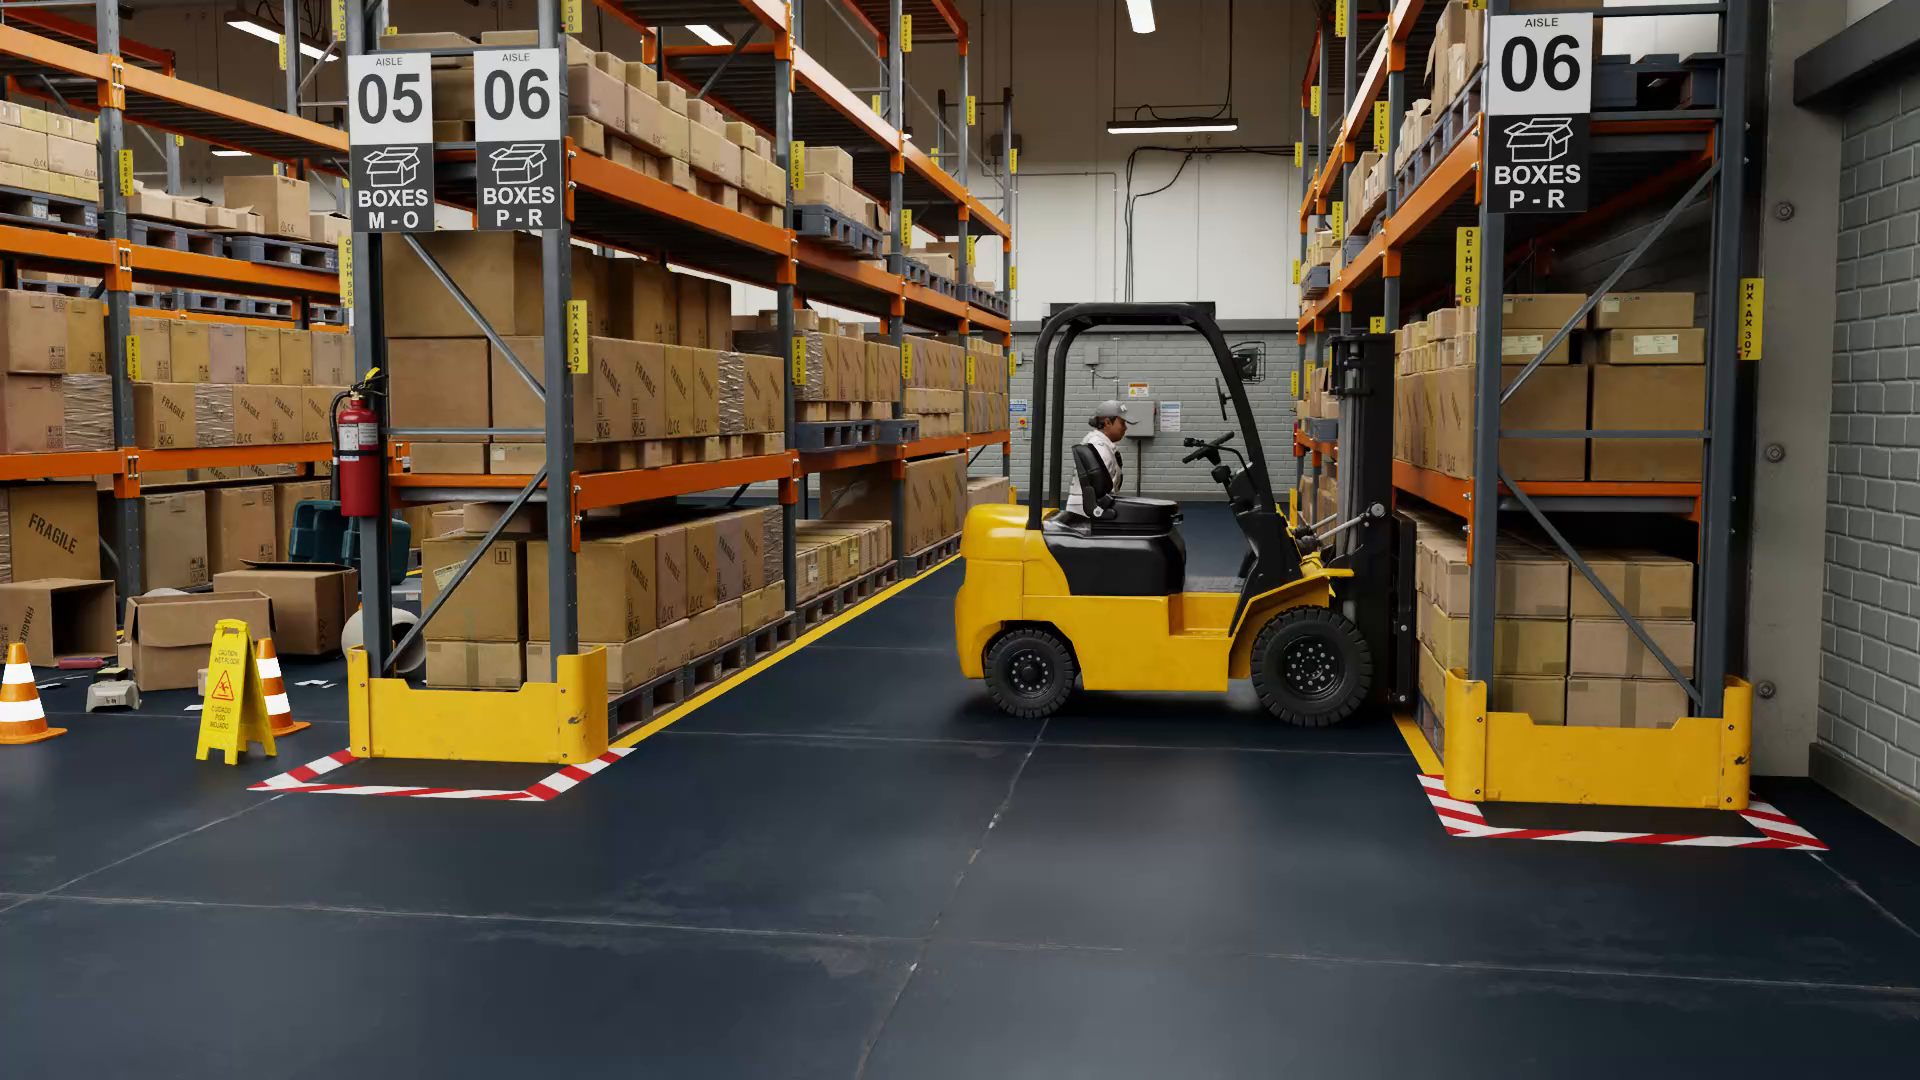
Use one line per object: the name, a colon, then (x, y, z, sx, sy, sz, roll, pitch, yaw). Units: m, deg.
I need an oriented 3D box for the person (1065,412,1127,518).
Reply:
person: (0.876, -0.058, 10.681, 0.404, 1.651, 0.537, 1, 5, 9)
